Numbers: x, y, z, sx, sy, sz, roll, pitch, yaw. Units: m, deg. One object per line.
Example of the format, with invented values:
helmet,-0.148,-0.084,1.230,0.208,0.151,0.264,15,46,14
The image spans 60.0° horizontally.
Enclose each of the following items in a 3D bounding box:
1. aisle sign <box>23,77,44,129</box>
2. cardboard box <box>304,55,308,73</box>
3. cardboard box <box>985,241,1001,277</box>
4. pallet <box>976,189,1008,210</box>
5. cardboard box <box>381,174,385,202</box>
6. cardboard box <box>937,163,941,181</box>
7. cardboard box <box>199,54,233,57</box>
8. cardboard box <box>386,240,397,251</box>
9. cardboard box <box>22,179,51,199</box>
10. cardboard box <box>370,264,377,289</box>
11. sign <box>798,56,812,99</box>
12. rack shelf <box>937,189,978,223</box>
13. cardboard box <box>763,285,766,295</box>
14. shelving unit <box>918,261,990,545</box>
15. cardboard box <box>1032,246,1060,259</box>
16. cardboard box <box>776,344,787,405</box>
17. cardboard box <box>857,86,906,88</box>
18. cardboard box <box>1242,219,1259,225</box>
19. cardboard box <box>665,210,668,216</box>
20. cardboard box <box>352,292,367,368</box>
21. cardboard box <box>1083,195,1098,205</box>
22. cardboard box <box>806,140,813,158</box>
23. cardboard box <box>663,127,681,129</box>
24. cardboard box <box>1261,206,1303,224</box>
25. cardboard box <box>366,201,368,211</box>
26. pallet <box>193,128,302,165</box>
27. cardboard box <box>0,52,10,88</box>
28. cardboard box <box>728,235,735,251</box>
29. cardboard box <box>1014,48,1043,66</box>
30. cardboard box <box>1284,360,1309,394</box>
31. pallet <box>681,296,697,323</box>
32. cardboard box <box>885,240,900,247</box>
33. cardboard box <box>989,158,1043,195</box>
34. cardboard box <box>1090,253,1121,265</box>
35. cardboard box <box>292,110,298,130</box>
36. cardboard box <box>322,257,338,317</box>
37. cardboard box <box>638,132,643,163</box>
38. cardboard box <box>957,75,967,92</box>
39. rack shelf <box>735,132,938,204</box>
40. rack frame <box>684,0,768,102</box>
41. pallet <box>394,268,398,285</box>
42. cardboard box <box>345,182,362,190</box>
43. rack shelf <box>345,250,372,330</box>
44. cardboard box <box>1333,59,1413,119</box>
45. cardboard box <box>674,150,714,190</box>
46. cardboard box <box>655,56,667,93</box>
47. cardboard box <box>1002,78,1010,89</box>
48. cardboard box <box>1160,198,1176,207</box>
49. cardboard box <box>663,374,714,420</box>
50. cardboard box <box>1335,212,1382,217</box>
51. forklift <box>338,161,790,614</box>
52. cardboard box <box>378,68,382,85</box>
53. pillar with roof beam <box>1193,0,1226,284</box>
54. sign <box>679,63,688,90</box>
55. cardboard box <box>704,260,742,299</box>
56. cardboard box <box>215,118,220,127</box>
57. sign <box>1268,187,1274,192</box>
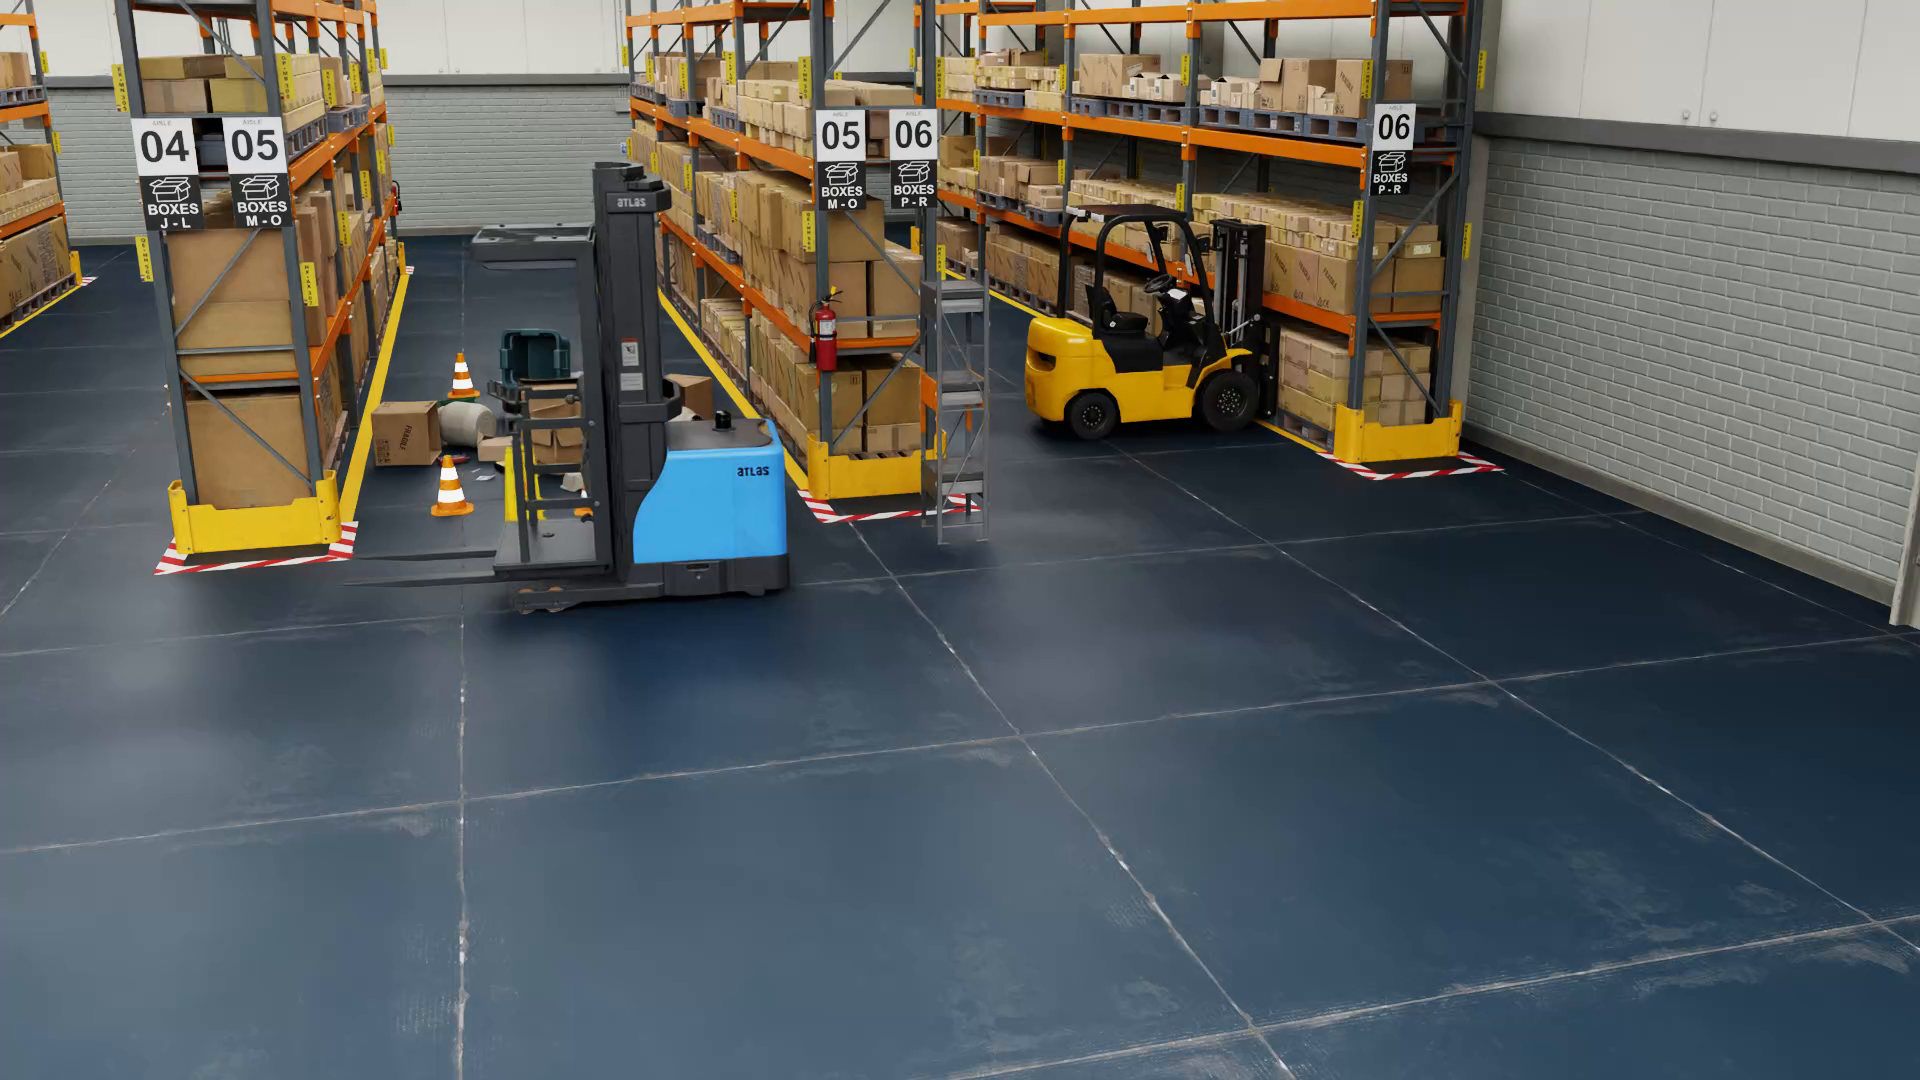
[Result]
aisle sign,-14.348,-6.774,25.771,0.394,0.787,0.004,-5,17,-15
cardboard box,-5.769,-4.053,14.162,0.380,0.149,0.250,-5,17,-16
cardboard box,0.699,-4.409,26.030,0.500,0.500,0.500,-4,17,-13
pallet,0.897,-5.235,25.498,1.003,0.211,1.213,-5,17,-15
cardboard box,-8.757,-5.227,24.448,0.500,0.500,0.500,-5,17,-15
cardboard box,-0.170,-6.307,28.478,0.500,0.250,0.500,-5,17,-16
cardboard box,-6.608,-4.210,14.685,0.380,0.149,0.250,-5,17,-16
cardboard box,-9.224,-4.708,26.604,0.380,0.149,0.250,-5,17,-16
cardboard box,-14.090,-5.303,25.135,0.500,0.250,0.500,-5,17,-16
cardboard box,-7.717,-3.350,21.203,0.500,0.250,0.500,-5,17,-16
sign,-1.230,-3.666,13.188,0.100,0.325,0.005,-5,17,-15
rack shelf,0.233,-5.765,28.180,1.077,0.370,4.000,-5,17,-15
cardboard box,-1.756,-2.509,16.528,0.380,0.149,0.250,-4,17,-14
shelving unit,-0.045,-1.051,12.802,0.431,2.100,0.503,-5,17,-15
cardboard box,1.270,-4.176,24.127,0.380,0.149,0.250,-5,17,-16
cardboard box,-1.441,-1.572,15.718,0.500,0.500,0.500,-5,17,-17
cardboard box,-0.684,-3.874,14.471,0.380,0.149,0.250,-5,17,-15
cardboard box,3.140,-3.237,17.211,0.380,0.149,0.250,-5,18,-17
cardboard box,-3.978,-4.805,23.996,0.500,0.250,0.500,-5,17,-17
cardboard box,-7.297,-2.344,18.720,1.050,0.750,0.750,-4,17,-14
cardboard box,1.905,-4.337,21.567,0.500,0.250,0.500,-4,17,-14
cardboard box,-1.058,-3.236,13.735,0.380,0.149,0.250,-5,17,-15
cardboard box,-4.407,-6.211,25.377,0.380,0.149,0.250,-5,17,-15
cardboard box,3.299,-3.315,16.956,0.380,0.149,0.250,-5,17,-15
cardboard box,-8.214,-4.520,22.491,0.380,0.149,0.250,-6,18,-18
pallet,-5.637,-3.023,12.741,1.003,0.211,1.213,-5,17,-15
cardboard box,-14.195,-6.775,24.002,0.700,0.500,0.500,-6,18,-19
cardboard box,-2.358,-3.294,18.411,0.380,0.149,0.250,-5,17,-16
cardboard box,1.037,-7.313,25.164,0.396,0.266,0.258,-5,17,-15
cardboard box,3.519,-1.610,16.279,0.500,0.250,0.500,-5,17,-16
pallet,-3.366,-3.282,23.510,1.003,0.211,1.213,-5,17,-15
cardboard box,-0.841,-2.471,15.272,0.500,0.500,0.500,-5,17,-16
cardboard box,0.843,-5.510,25.179,0.700,0.500,0.500,-5,17,-15
cardboard box,2.038,-3.933,23.320,0.380,0.149,0.250,-4,17,-12
cardboard box,-5.348,-3.249,12.874,0.380,0.149,0.250,-5,17,-15
cardboard box,-6.236,-2.351,15.304,0.875,0.550,0.550,-5,17,-15
cardboard box,-4.932,-6.356,26.987,0.500,0.500,0.500,-5,17,-16
cardboard box,0.256,-7.320,26.637,0.500,0.250,0.500,-5,18,-17
rack shelf,-1.241,-3.489,15.389,1.077,0.370,4.000,-5,17,-15
rack frame,-2.890,-6.929,20.379,1.000,3.000,0.127,-5,17,-15
pallet,-9.610,-4.266,26.786,1.003,0.211,1.213,-5,17,-15
cardboard box,-7.990,-4.579,21.653,0.380,0.149,0.250,-5,17,-16
rack shelf,-7.072,-2.739,18.108,1.077,0.370,4.000,-5,17,-15
cardboard box,3.724,-4.074,15.008,0.500,0.500,0.500,-4,17,-13
cardboard box,-3.562,-4.985,22.420,0.500,0.500,0.500,-5,17,-15
cardboard box,-4.026,-6.582,23.531,0.500,0.500,0.500,-5,17,-16
cardboard box,0.826,-6.654,24.209,0.380,0.149,0.250,-4,17,-14
cardboard box,2.569,-3.921,19.489,0.380,0.149,0.250,-5,17,-15
cardboard box,-2.804,-1.350,16.573,0.500,0.500,0.500,7,18,23
cardboard box,3.918,-3.135,16.357,0.380,0.149,0.250,-4,17,-14
forklift,-2.761,-1.067,11.410,3.031,2.935,1.130,-3,17,-10
cardboard box,-9.449,-7.347,26.374,0.500,0.250,0.500,-5,18,-17
pillar with roof beam,-1.032,-6.693,19.592,9.100,9.000,0.400,-5,17,-15
sign,-3.426,-5.737,20.586,0.100,0.325,0.005,-5,17,-15
cardboard box,-3.000,-3.437,22.145,0.875,0.875,0.875,-5,17,-16
cardboard box,-6.189,-3.406,13.396,0.380,0.149,0.250,-5,17,-15
sign,3.514,-3.840,18.880,0.100,0.325,0.005,-5,17,-15
